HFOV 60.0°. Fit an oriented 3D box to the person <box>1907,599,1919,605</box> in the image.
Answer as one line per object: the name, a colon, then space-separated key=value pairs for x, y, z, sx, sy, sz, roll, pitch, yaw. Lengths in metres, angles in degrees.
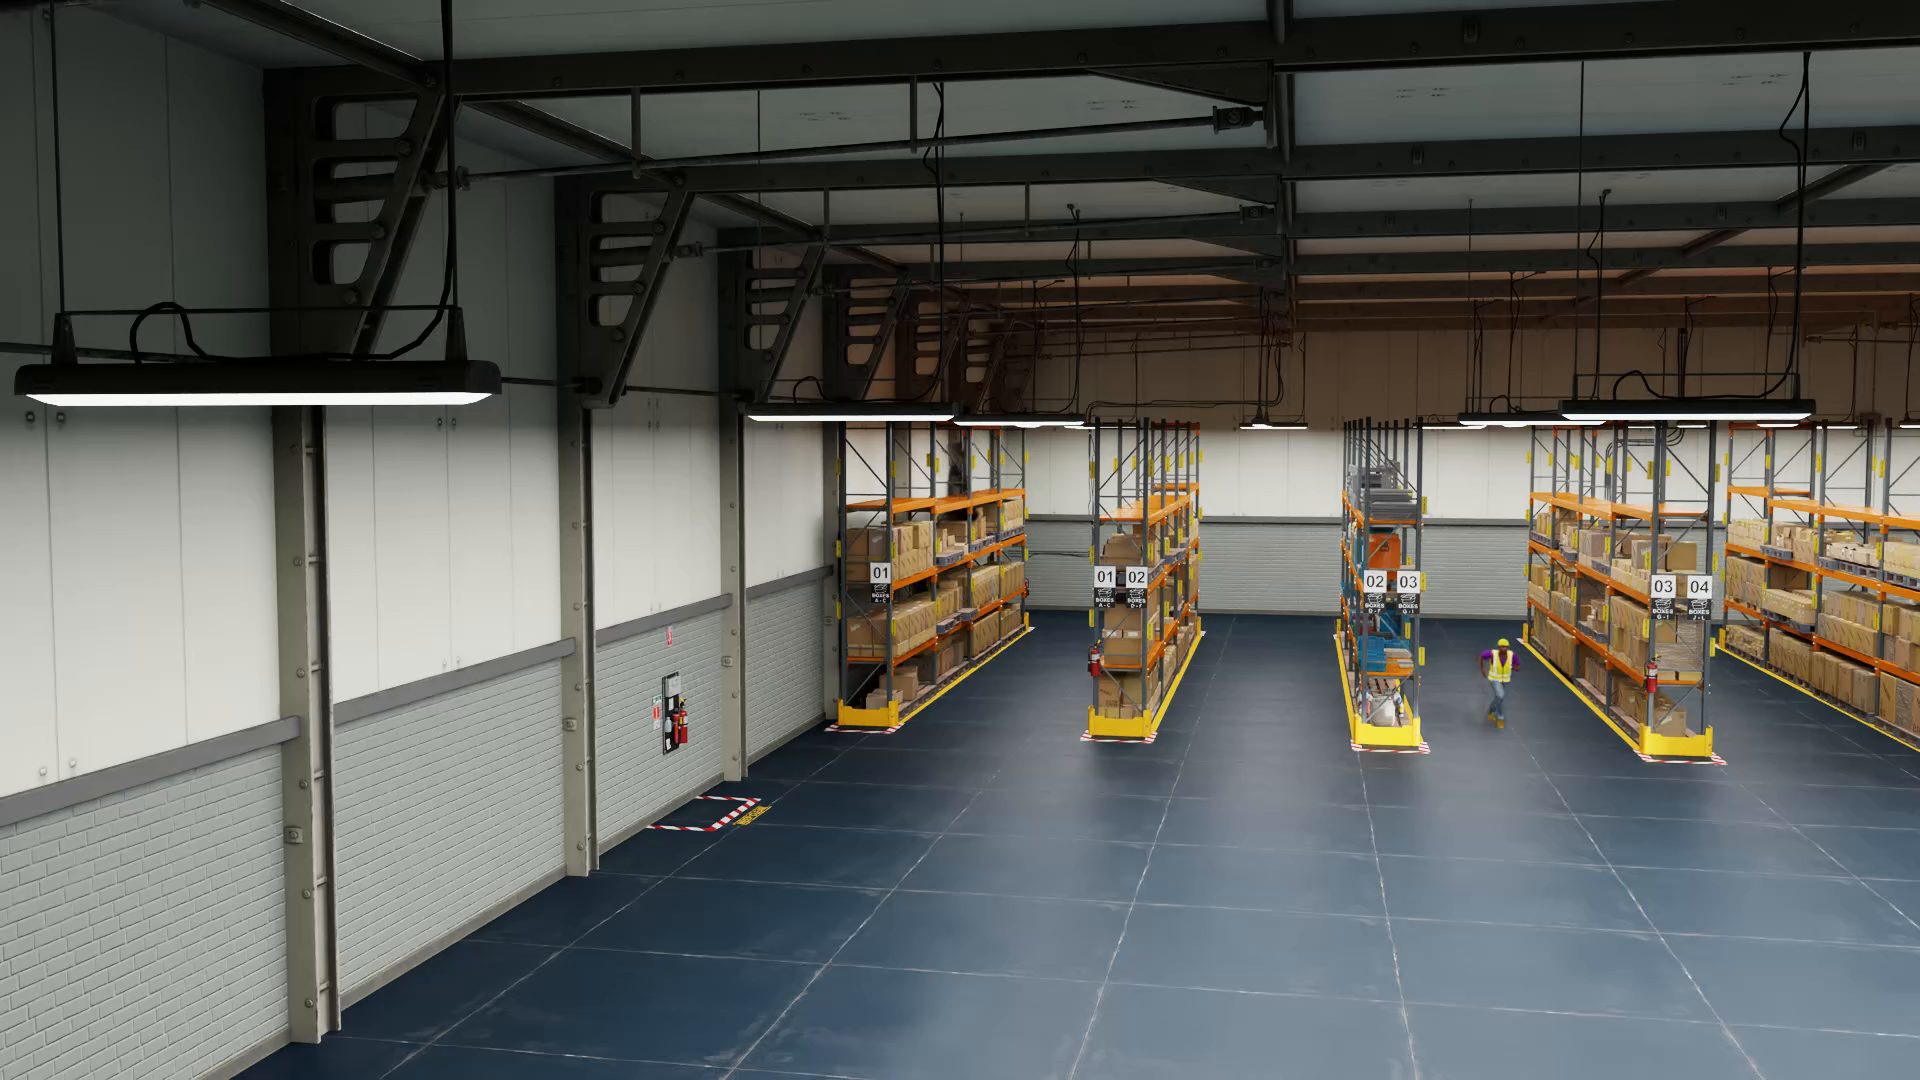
person: x=25.554 y=1.979 z=44.426 sx=0.617 sy=1.741 sz=0.681 roll=1 pitch=4 yaw=22

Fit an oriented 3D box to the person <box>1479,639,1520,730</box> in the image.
person: x=10.459 y=2.771 z=32.293 sx=0.689 sy=1.767 sz=0.957 roll=0 pitch=4 yaw=-7

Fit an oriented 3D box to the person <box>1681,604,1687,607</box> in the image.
person: x=19.243 y=2.041 z=44.395 sx=0.583 sy=1.576 sz=0.595 roll=3 pitch=5 yaw=41
